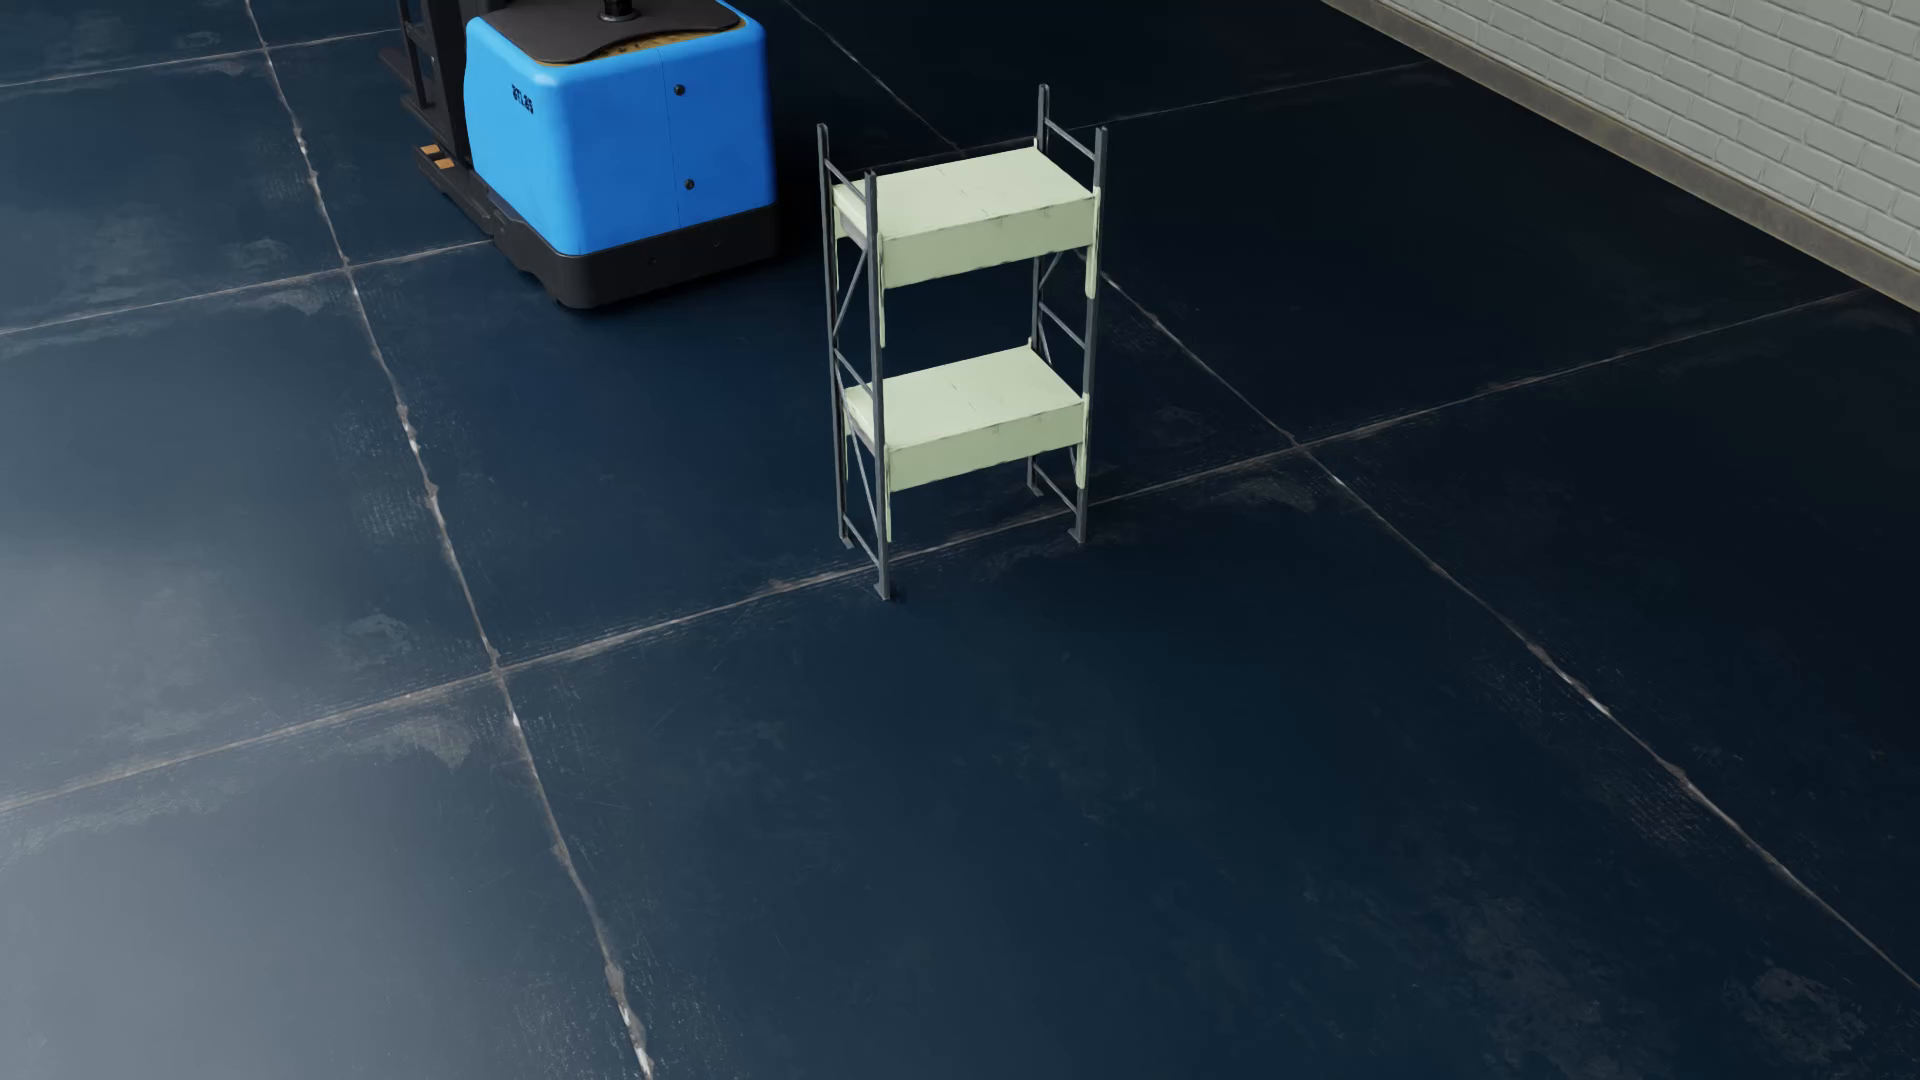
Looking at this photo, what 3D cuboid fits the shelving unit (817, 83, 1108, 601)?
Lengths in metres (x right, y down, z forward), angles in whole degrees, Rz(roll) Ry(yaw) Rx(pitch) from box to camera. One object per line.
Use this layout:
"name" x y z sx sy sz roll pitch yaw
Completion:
"shelving unit" 0.006 -0.604 5.305 0.755 1.500 0.431 -16 39 -20

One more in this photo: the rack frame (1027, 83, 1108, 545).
"rack frame" 0.337 -0.697 5.430 0.023 1.500 0.400 -16 39 -20

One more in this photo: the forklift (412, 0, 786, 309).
"forklift" -2.003 -2.981 7.309 1.130 2.935 3.031 -22 42 -26

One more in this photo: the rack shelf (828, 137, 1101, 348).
"rack shelf" 0.006 -0.918 5.073 0.720 0.370 0.431 -16 39 -20

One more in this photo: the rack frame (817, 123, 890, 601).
"rack frame" -0.325 -0.511 5.181 0.023 1.500 0.400 -16 39 -20

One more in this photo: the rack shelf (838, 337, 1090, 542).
"rack shelf" 0.006 -0.342 5.500 0.720 0.370 0.431 -16 39 -20
